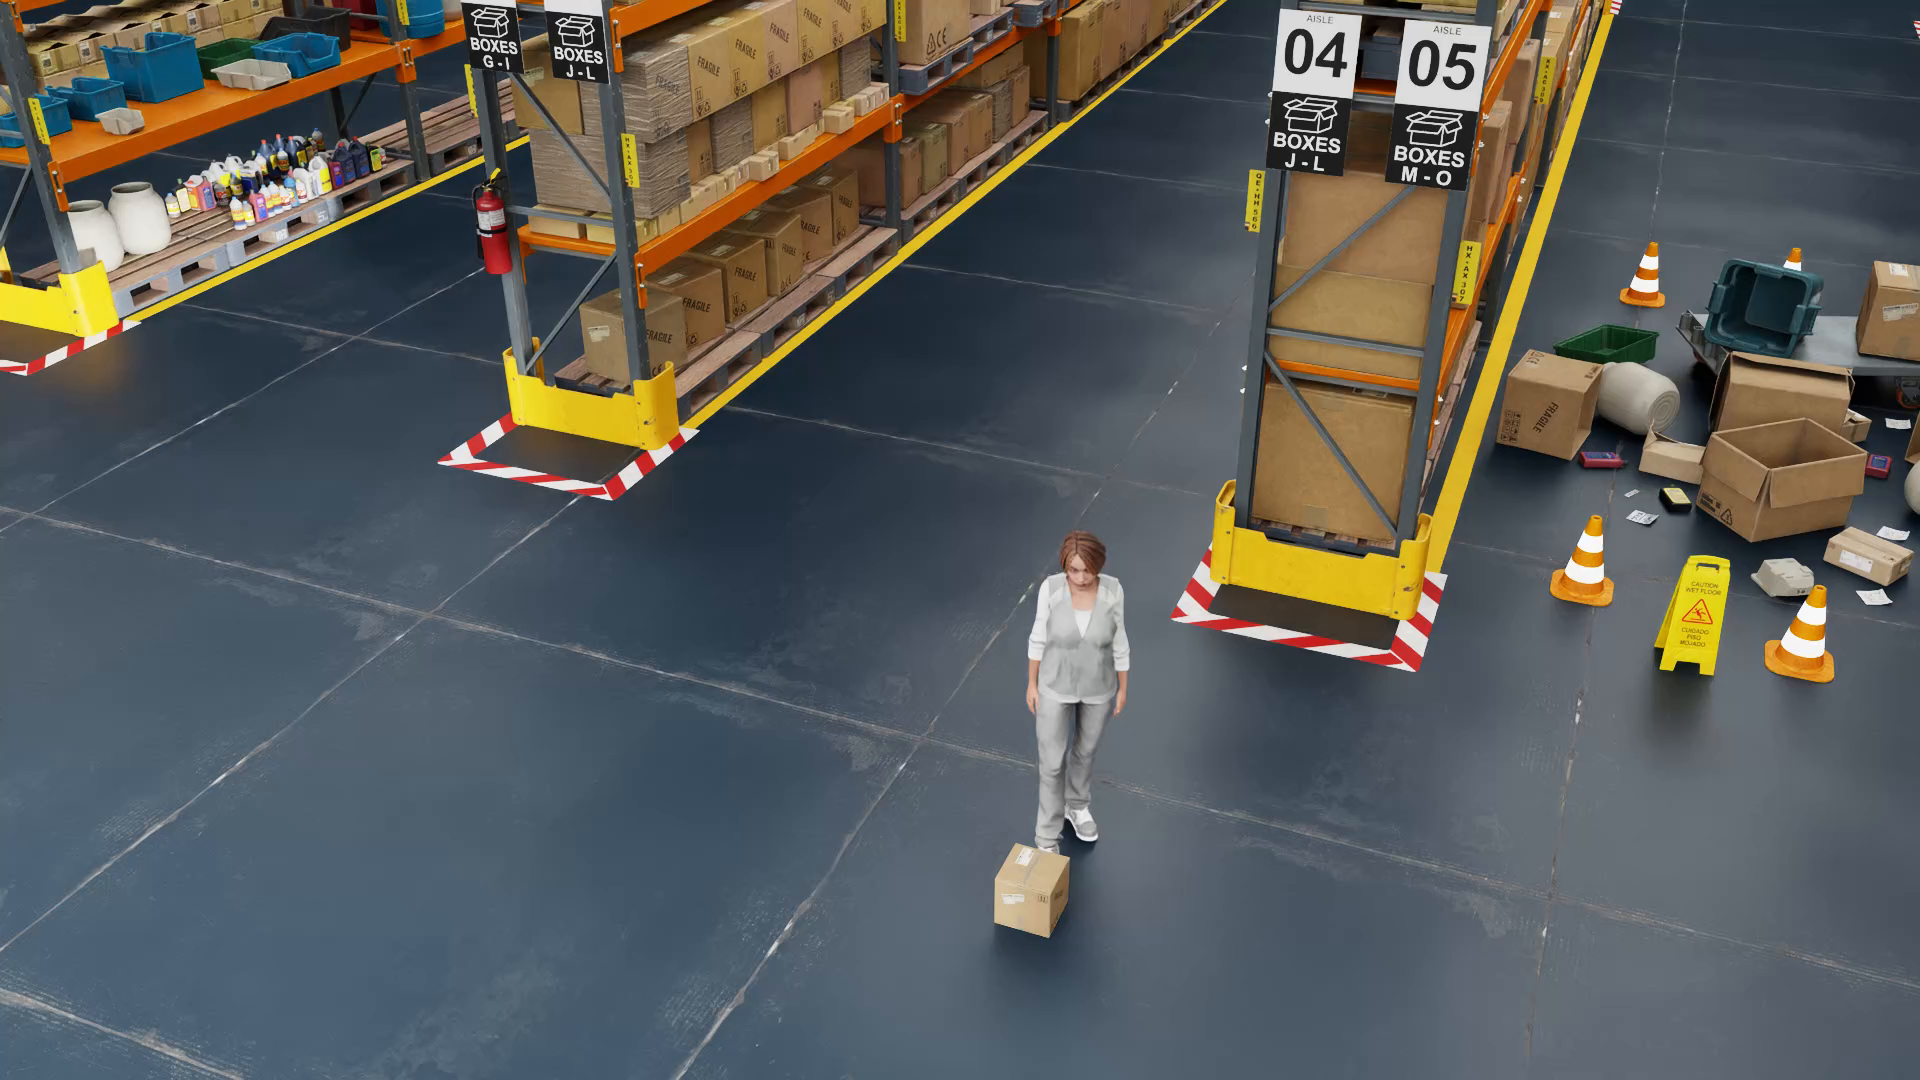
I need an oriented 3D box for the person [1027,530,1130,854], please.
[{"bbox_3d":[0.520,0.705,7.167,0.438,1.582,0.565,-2,30,-4],"label":"person"}]
